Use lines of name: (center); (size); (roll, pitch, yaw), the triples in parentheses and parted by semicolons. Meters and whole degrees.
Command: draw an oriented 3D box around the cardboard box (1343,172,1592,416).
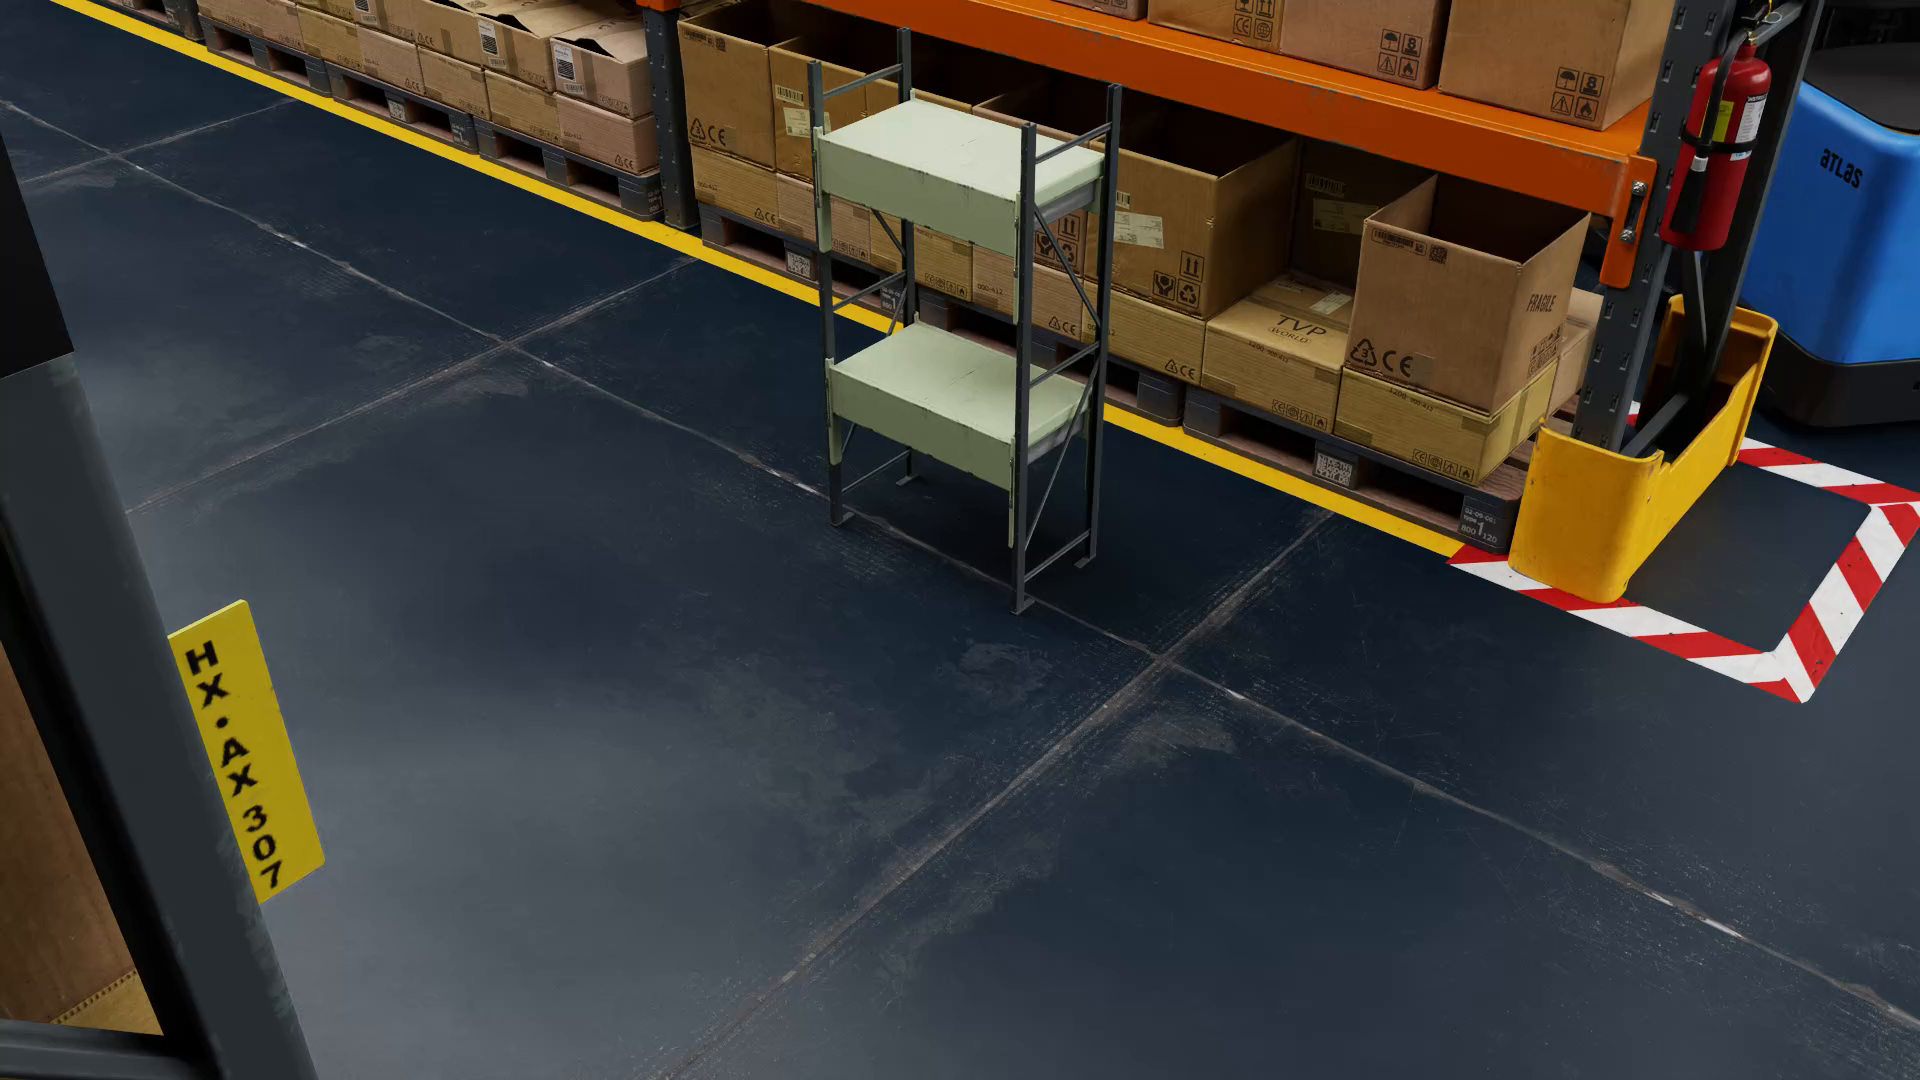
cardboard box: (1.552, -0.769, 5.116); (0.500, 0.500, 0.500); (25, 42, 32)

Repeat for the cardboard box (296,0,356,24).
cardboard box: (-2.979, -2.834, 8.290); (0.500, 0.311, 0.500); (24, 41, 31)

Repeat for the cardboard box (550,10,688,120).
cardboard box: (-1.414, -2.097, 7.217); (0.500, 0.311, 0.500); (25, 42, 32)

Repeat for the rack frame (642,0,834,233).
rack frame: (-0.919, -2.805, 6.684); (0.127, 3.000, 1.000); (25, 42, 32)

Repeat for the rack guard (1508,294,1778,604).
rack guard: (2.173, -0.317, 5.269); (0.348, 0.500, 1.175); (25, 42, 32)

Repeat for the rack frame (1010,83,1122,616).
rack frame: (0.286, -0.483, 4.629); (0.023, 1.500, 0.400); (25, 42, 32)

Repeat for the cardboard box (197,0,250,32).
cardboard box: (-3.779, -2.976, 8.991); (0.500, 0.250, 0.500); (25, 42, 32)

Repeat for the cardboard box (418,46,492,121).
cardboard box: (-2.205, -2.237, 7.916); (0.500, 0.250, 0.500); (26, 42, 33)

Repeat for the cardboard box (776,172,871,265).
cardboard box: (-0.376, -1.361, 6.640); (0.500, 0.250, 0.500); (25, 42, 32)

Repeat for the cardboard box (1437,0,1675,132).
cardboard box: (1.804, -1.572, 4.800); (0.500, 0.500, 0.700); (25, 42, 32)

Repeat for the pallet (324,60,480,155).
pallet: (-2.452, -2.347, 8.481); (1.213, 0.211, 1.003); (25, 42, 32)

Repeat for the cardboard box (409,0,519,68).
cardboard box: (-2.200, -2.465, 7.752); (0.500, 0.311, 0.500); (25, 42, 32)

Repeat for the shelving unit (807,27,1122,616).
shelving unit: (0.005, -0.616, 4.822); (0.755, 1.500, 0.431); (25, 42, 32)

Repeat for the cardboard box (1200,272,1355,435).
cardboard box: (1.162, -0.637, 5.586); (0.500, 0.250, 0.500); (25, 42, 32)

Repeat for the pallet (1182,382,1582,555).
pallet: (1.540, -0.465, 5.741); (1.213, 0.211, 1.003); (25, 42, 32)

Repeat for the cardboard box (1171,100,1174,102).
cardboard box: (0.734, -1.540, 6.238); (0.500, 0.500, 0.500); (25, 42, 32)

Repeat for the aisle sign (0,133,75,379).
aisle sign: (-0.765, -0.375, 0.850); (0.004, 0.787, 0.394); (25, 42, 32)

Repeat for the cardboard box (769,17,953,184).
cardboard box: (-0.374, -1.671, 6.430); (0.500, 0.500, 0.500); (25, 42, 32)

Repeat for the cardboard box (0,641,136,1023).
cardboard box: (-1.186, 0.242, 1.701); (0.500, 0.500, 0.500); (25, 42, 32)

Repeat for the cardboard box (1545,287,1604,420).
cardboard box: (1.885, -0.686, 5.658); (0.500, 0.250, 0.500); (25, 42, 32)

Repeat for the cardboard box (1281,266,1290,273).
cardboard box: (1.114, -1.047, 6.183); (0.500, 0.250, 0.500); (25, 42, 32)

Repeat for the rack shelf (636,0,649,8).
rack shelf: (-2.456, -3.232, 7.943); (4.000, 0.370, 1.077); (25, 42, 32)

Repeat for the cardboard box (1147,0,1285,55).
cardboard box: (1.020, -1.942, 5.340); (0.500, 0.500, 0.700); (26, 42, 32)

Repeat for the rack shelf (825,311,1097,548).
rack shelf: (0.005, -0.347, 5.006); (0.720, 0.370, 0.431); (25, 42, 32)

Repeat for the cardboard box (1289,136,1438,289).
cardboard box: (1.499, -1.176, 5.708); (0.500, 0.500, 0.500); (25, 42, 32)

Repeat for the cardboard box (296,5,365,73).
cardboard box: (-2.989, -2.608, 8.456); (0.500, 0.250, 0.500); (24, 41, 31)

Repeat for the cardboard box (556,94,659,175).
cardboard box: (-1.423, -1.868, 7.379); (0.500, 0.250, 0.500); (25, 42, 31)

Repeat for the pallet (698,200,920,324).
pallet: (-0.335, -1.349, 7.027); (1.213, 0.211, 1.003); (25, 42, 32)

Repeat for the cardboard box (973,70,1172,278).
cardboard box: (0.391, -1.307, 5.899); (0.500, 0.500, 0.500); (25, 42, 32)

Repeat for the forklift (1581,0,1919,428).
forklift: (3.151, -2.416, 6.179); (1.130, 2.935, 3.031); (-5, 35, -8)

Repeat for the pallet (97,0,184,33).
pallet: (-4.543, -3.391, 10.001); (1.213, 0.211, 1.003); (25, 42, 32)

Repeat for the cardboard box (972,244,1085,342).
cardboard box: (0.393, -0.999, 6.113); (0.500, 0.250, 0.500); (25, 42, 32)

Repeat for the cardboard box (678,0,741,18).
cardboard box: (-1.078, -2.333, 7.561); (0.500, 0.311, 0.500); (25, 42, 32)
